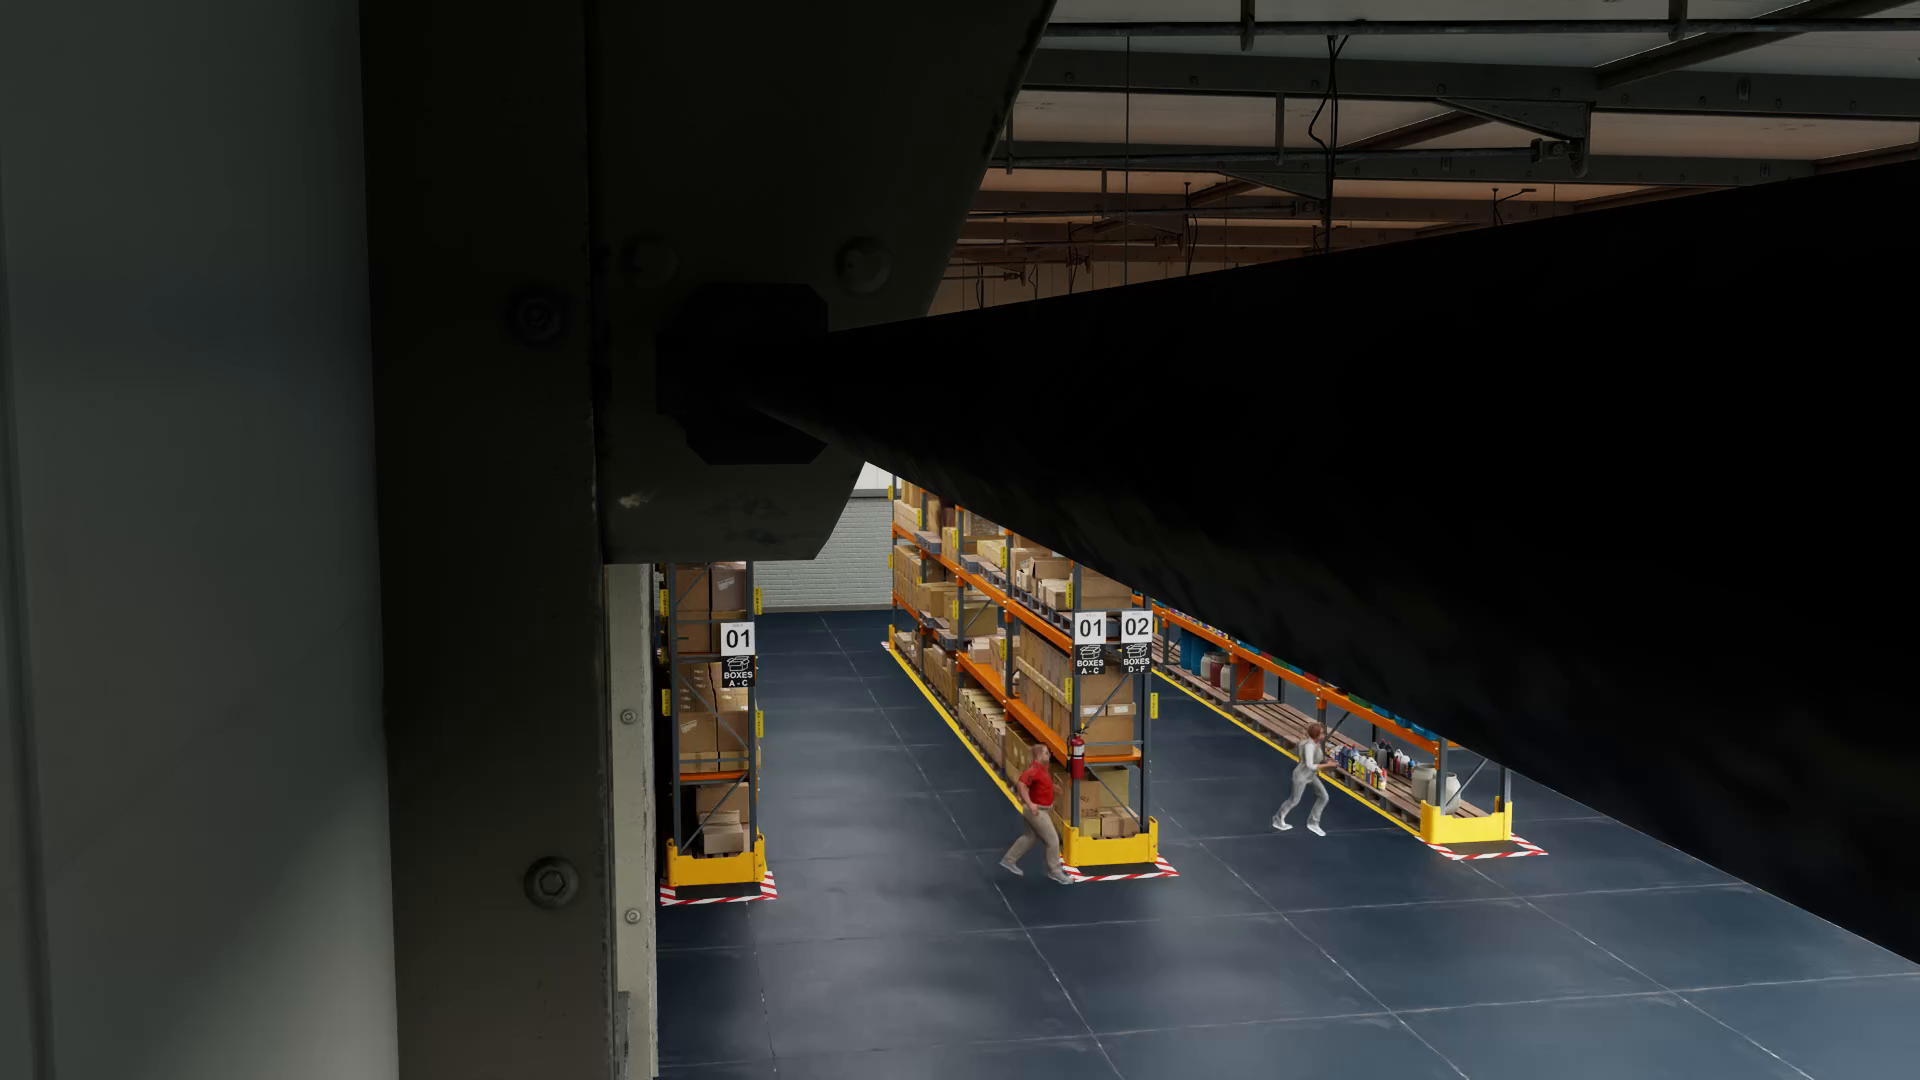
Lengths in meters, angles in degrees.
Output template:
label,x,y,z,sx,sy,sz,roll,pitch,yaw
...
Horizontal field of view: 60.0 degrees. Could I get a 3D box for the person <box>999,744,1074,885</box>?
label,x,y,z,sx,sy,sz,roll,pitch,yaw
person,0.922,3.313,20.026,0.903,1.748,0.719,0,6,4

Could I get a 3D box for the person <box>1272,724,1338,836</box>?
label,x,y,z,sx,sy,sz,roll,pitch,yaw
person,4.576,3.176,22.051,0.893,1.528,0.470,4,8,35
